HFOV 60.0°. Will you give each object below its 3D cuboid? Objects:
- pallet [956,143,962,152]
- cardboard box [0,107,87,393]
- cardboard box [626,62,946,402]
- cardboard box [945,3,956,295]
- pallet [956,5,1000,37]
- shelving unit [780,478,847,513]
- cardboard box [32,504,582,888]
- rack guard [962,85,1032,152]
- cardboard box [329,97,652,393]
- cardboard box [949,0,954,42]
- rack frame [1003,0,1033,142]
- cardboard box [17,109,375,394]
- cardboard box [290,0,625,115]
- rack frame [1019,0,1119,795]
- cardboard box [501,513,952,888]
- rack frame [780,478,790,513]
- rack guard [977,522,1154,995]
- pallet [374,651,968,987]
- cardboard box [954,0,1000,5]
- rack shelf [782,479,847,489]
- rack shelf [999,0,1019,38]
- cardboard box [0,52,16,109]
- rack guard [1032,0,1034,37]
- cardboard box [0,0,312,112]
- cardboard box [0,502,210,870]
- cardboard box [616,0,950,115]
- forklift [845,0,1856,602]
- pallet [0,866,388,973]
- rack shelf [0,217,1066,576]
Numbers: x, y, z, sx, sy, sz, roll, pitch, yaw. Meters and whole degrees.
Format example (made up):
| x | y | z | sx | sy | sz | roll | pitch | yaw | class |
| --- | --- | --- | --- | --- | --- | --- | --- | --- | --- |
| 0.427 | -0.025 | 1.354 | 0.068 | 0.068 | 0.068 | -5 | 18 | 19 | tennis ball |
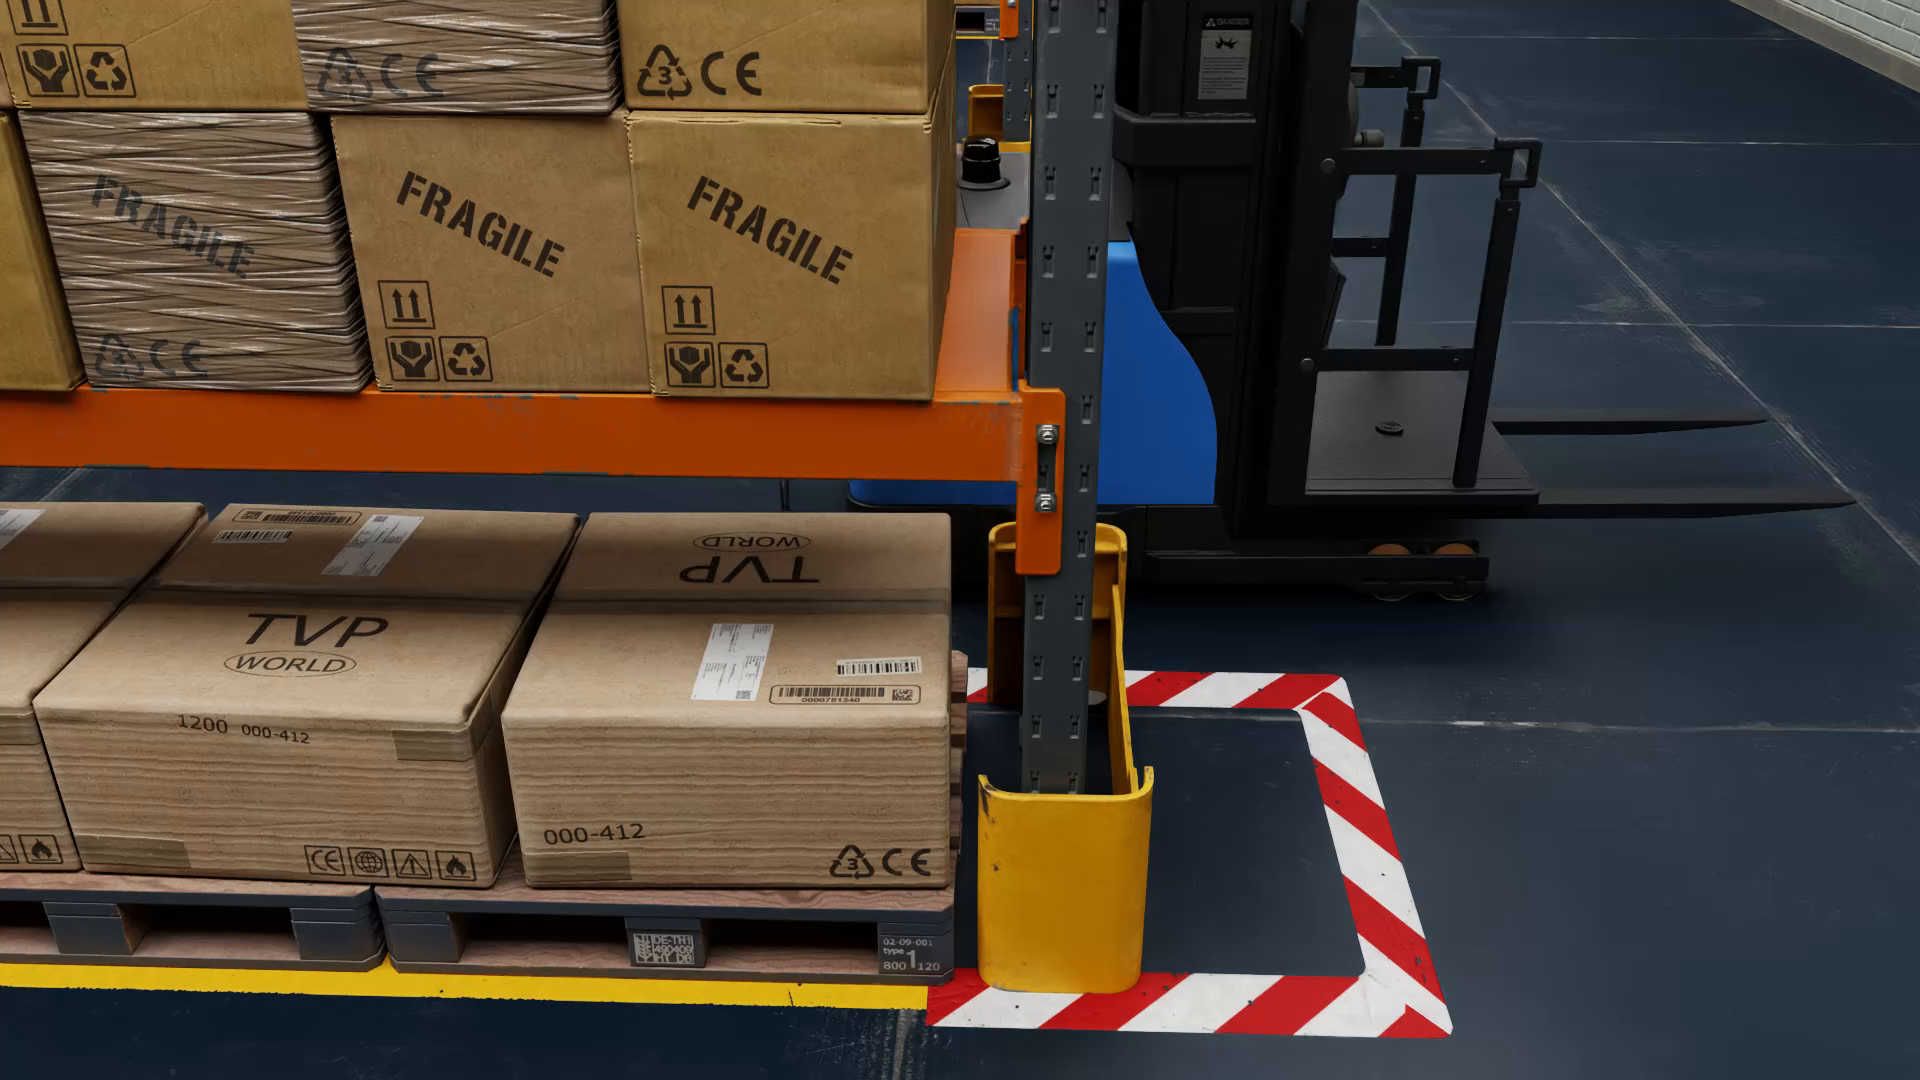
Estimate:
| x | y | z | sx | sy | sz | roll | pitch | yaw | class |
| --- | --- | --- | --- | --- | --- | --- | --- | --- | --- |
| -0.609 | -1.773 | 8.369 | 1.213 | 0.211 | 1.003 | 1 | 28 | 2 | pallet |
| -1.819 | -0.605 | 3.082 | 0.500 | 0.500 | 0.500 | 2 | 28 | 3 | cardboard box |
| -0.287 | -0.583 | 3.041 | 0.500 | 0.500 | 0.500 | 1 | 28 | 2 | cardboard box |
| -0.265 | -0.842 | 3.528 | 0.500 | 0.500 | 0.500 | 1 | 28 | 1 | cardboard box |
| -0.248 | -4.038 | 12.643 | 1.213 | 0.211 | 1.003 | 1 | 28 | 2 | pallet |
| -0.452 | -0.438 | 5.113 | 0.210 | 0.900 | 0.258 | -1 | 28 | -2 | shelving unit |
| -1.374 | 0.316 | 3.738 | 0.875 | 0.438 | 0.875 | 2 | 28 | 3 | cardboard box |
| 0.202 | -1.871 | 8.245 | 0.348 | 0.500 | 1.175 | 1 | 28 | 2 | rack guard |
| -0.788 | -0.599 | 3.070 | 0.500 | 0.500 | 0.500 | 0 | 28 | 1 | cardboard box |
| -0.265 | -1.282 | 3.292 | 0.500 | 0.500 | 0.500 | 0 | 28 | 1 | cardboard box |
| 0.278 | -2.974 | 7.657 | 0.127 | 3.000 | 1.000 | 1 | 28 | 2 | rack frame |
| -1.303 | -0.603 | 3.078 | 0.500 | 0.500 | 0.500 | 2 | 28 | 3 | cardboard box |
| -0.809 | -1.033 | 2.821 | 0.500 | 0.500 | 0.500 | 1 | 28 | 2 | cardboard box |
| 0.204 | -0.655 | 3.283 | 0.127 | 3.000 | 1.000 | 1 | 28 | 2 | rack frame |
| -0.459 | 0.327 | 3.717 | 0.875 | 0.438 | 0.875 | 0 | 28 | 0 | cardboard box |
| -0.553 | -0.436 | 5.110 | 0.006 | 0.900 | 0.240 | -1 | 28 | -2 | rack frame |
| 0.228 | 0.450 | 3.868 | 0.348 | 0.500 | 1.175 | 1 | 28 | 2 | rack guard |
| -0.598 | 0.600 | 3.892 | 1.213 | 0.211 | 1.003 | 1 | 28 | 2 | pallet |
| -0.088 | -4.514 | 12.382 | 0.875 | 0.875 | 0.875 | 1 | 28 | 2 | cardboard box |
| -0.452 | -0.249 | 5.212 | 0.200 | 0.077 | 0.258 | -1 | 28 | -2 | rack shelf |
| -1.721 | -2.689 | 7.888 | 4.000 | 0.370 | 1.077 | 1 | 28 | 2 | rack shelf |
| -1.806 | -1.051 | 2.856 | 0.500 | 0.500 | 0.500 | 1 | 28 | 1 | cardboard box |
| 0.578 | -4.189 | 12.618 | 0.348 | 0.500 | 1.175 | 1 | 28 | 2 | rack guard |
| -1.303 | -1.042 | 2.839 | 0.500 | 0.500 | 0.500 | 1 | 28 | 2 | cardboard box |
| -2.275 | 0.300 | 3.768 | 0.875 | 0.438 | 0.875 | 0 | 28 | 0 | cardboard box |
| -0.286 | -1.038 | 2.830 | 0.500 | 0.500 | 0.500 | 2 | 28 | 3 | cardboard box |
| 1.178 | -1.364 | 4.693 | 3.031 | 2.935 | 1.130 | 0 | 28 | 0 | forklift |
| -1.814 | 0.579 | 3.933 | 1.213 | 0.211 | 1.003 | 1 | 28 | 2 | pallet |
| -1.794 | -0.370 | 3.514 | 4.000 | 0.370 | 1.077 | 1 | 28 | 2 | rack shelf |
